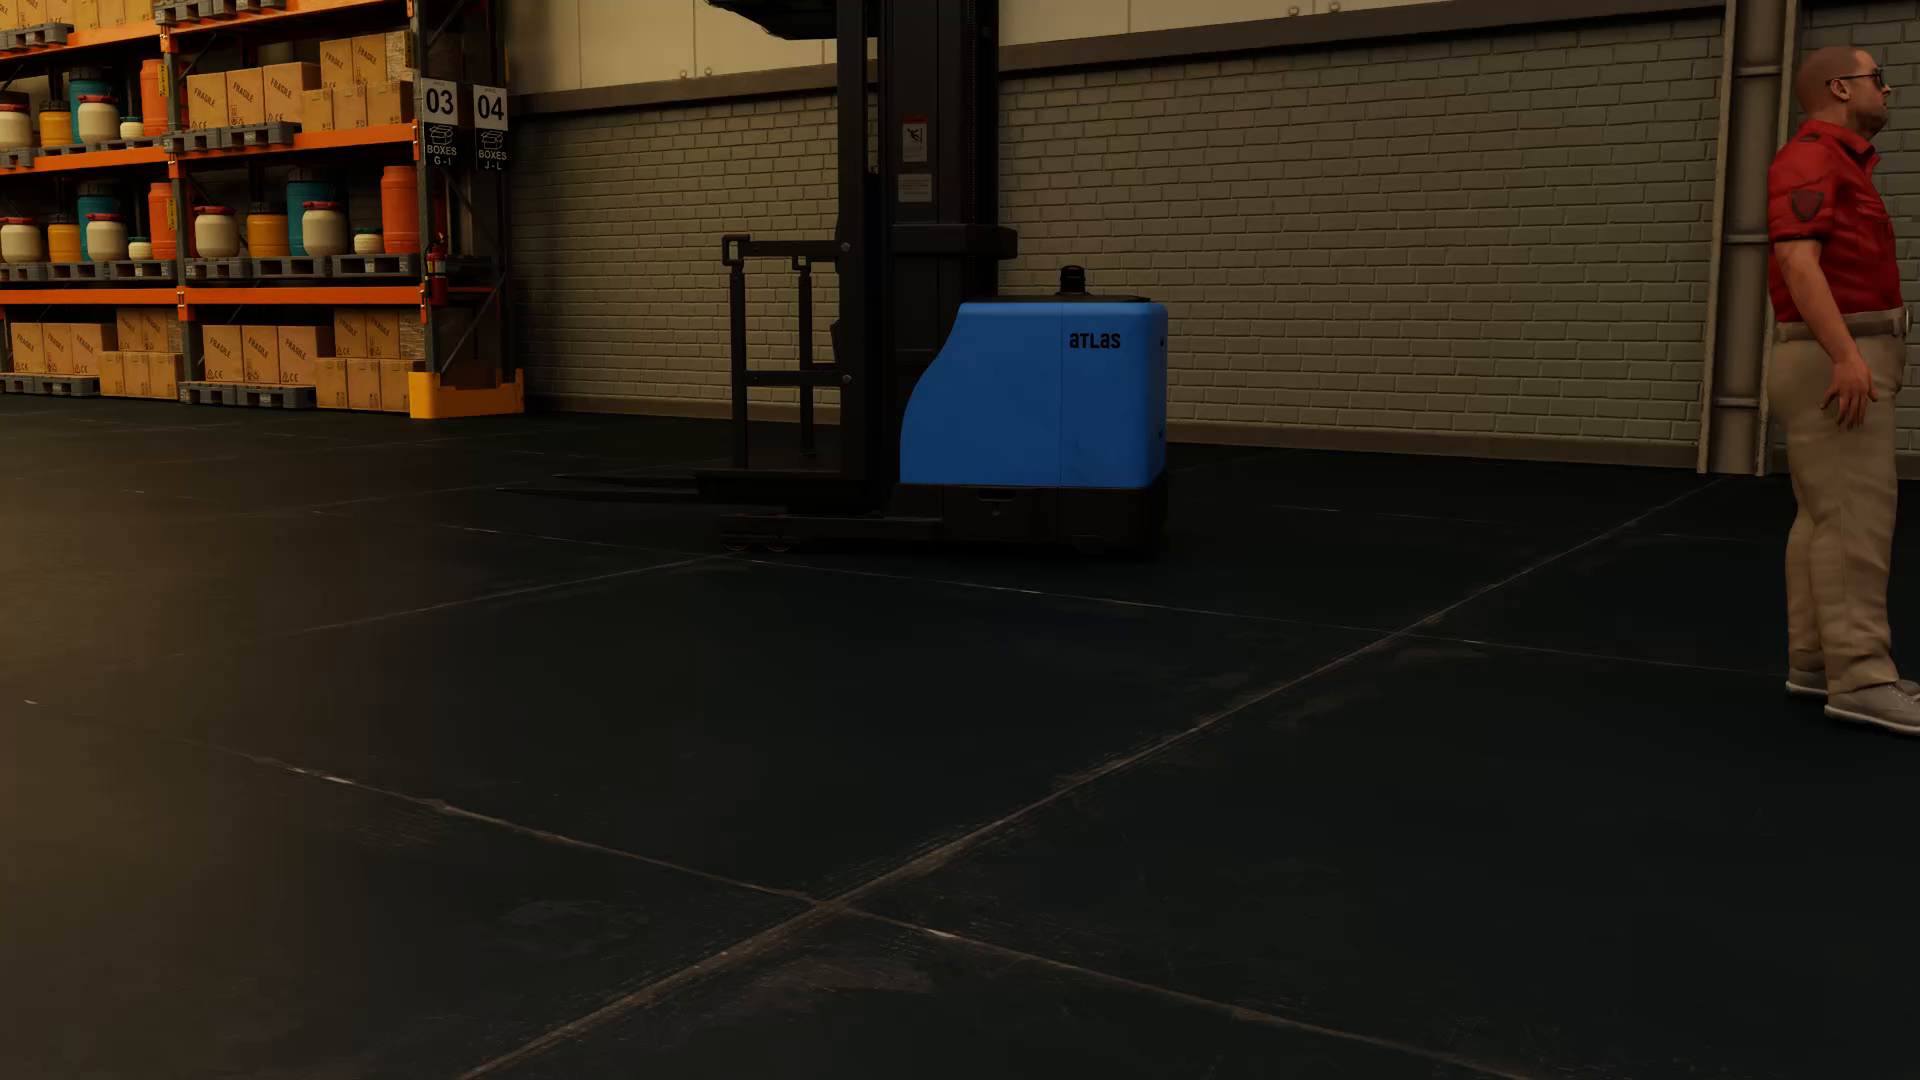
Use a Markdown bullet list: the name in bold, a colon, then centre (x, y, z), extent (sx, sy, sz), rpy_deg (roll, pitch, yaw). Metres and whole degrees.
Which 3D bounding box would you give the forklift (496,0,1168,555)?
- **forklift**: centre (-0.596, -1.469, 7.520), extent (3.031, 2.935, 1.130), rpy_deg (2, 8, 12)

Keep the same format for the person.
- **person**: centre (2.386, -0.416, 4.337), extent (0.551, 1.727, 0.641), rpy_deg (5, 9, 30)
